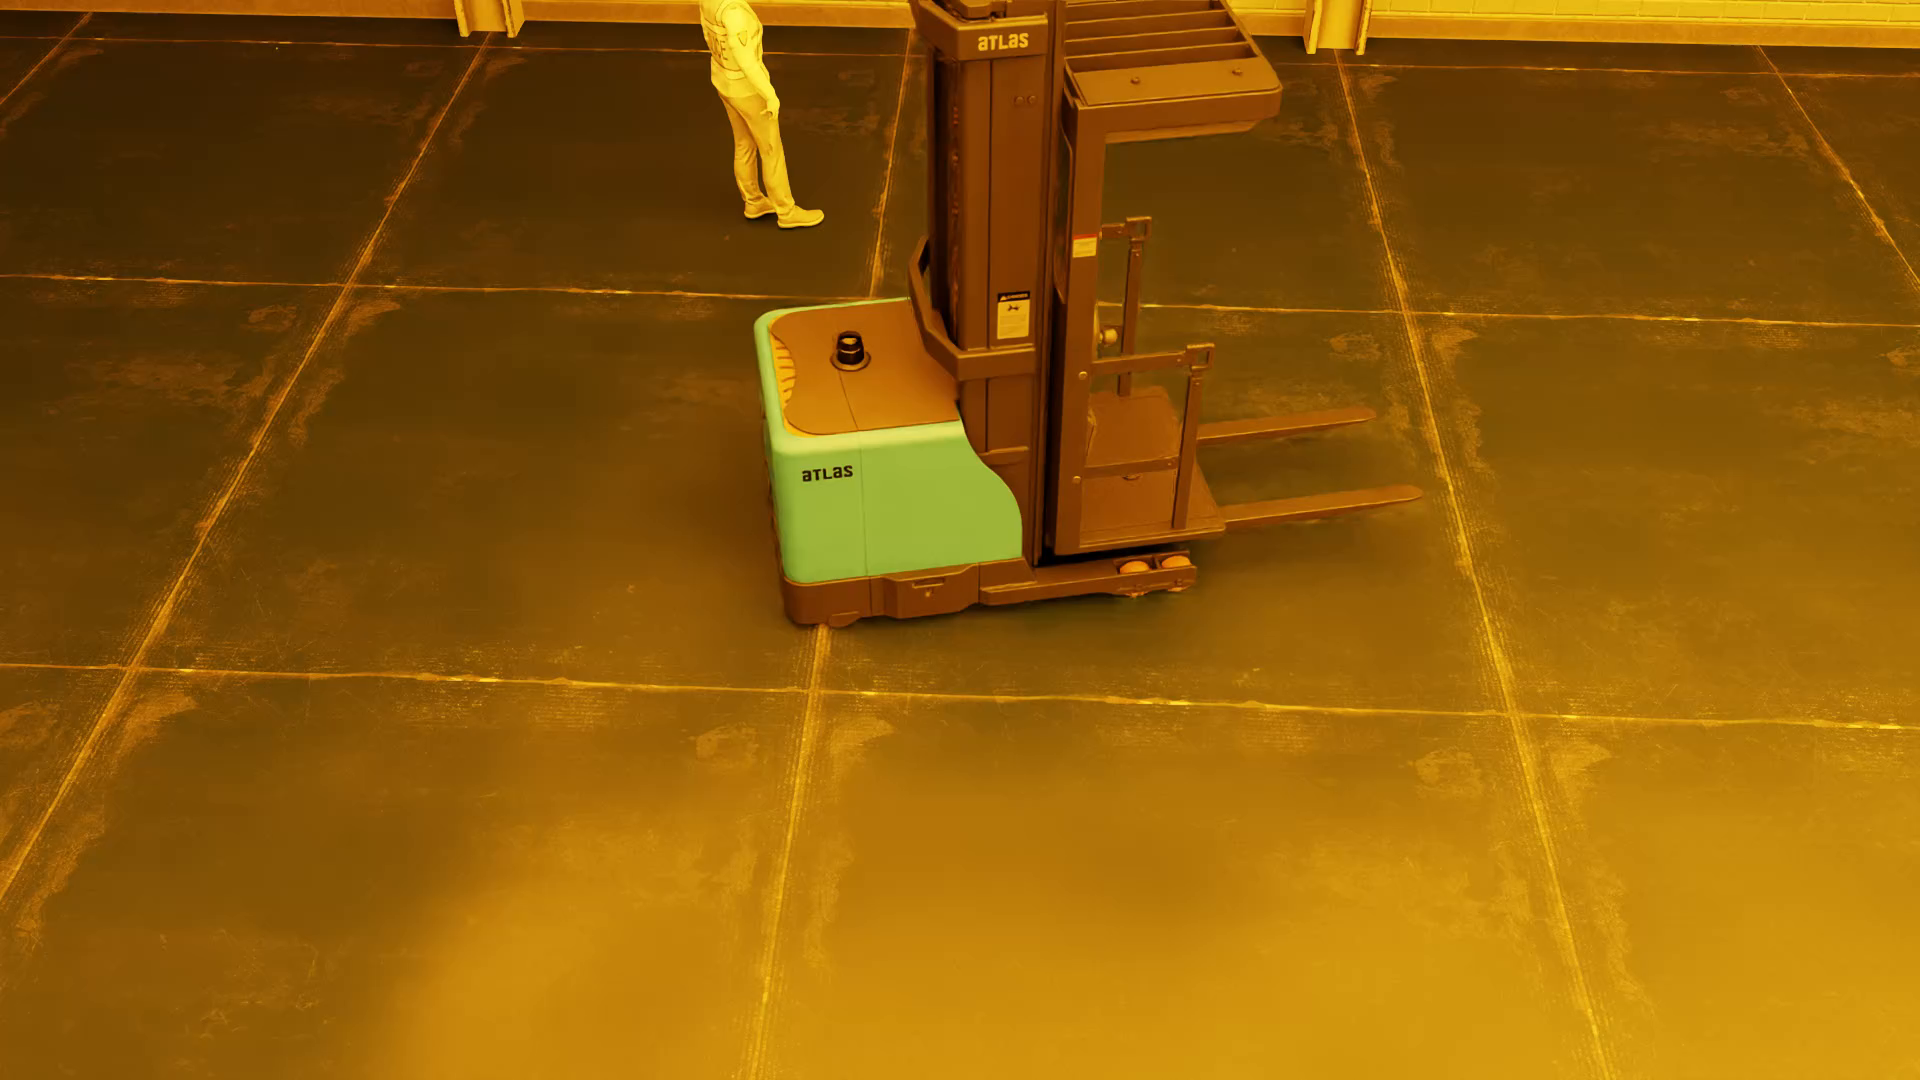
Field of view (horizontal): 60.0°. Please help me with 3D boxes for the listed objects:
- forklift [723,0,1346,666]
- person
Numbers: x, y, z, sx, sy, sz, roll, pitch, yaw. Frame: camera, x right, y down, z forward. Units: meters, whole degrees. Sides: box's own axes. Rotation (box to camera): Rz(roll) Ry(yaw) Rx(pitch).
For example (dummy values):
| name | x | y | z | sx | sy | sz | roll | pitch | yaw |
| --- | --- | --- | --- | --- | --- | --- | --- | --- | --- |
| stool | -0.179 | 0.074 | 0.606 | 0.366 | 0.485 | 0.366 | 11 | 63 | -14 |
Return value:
| name | x | y | z | sx | sy | sz | roll | pitch | yaw |
| --- | --- | --- | --- | --- | --- | --- | --- | --- | --- |
| forklift | 0.486 | -1.294 | 7.160 | 3.031 | 2.935 | 1.130 | -23 | 47 | -23 |
| person | -1.175 | -2.608 | 9.506 | 0.533 | 1.694 | 0.584 | -23 | 47 | -23 |
